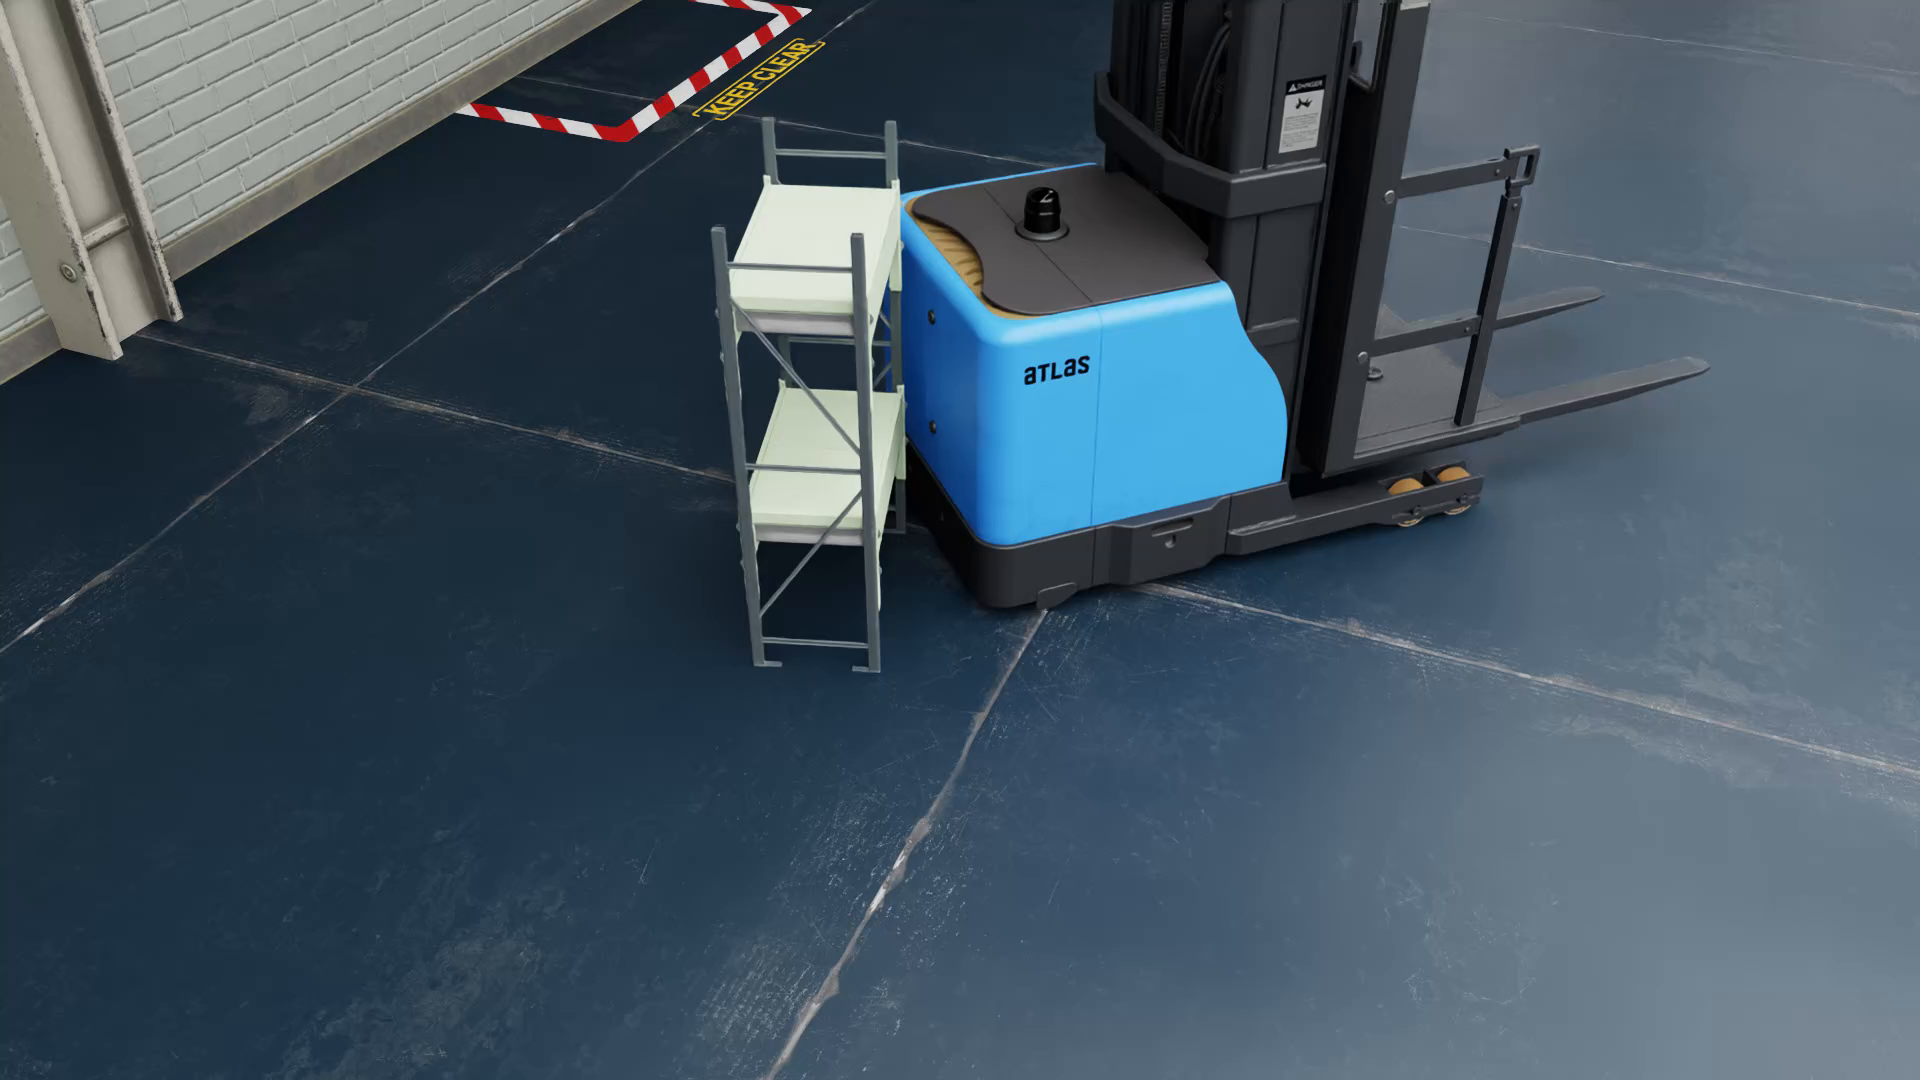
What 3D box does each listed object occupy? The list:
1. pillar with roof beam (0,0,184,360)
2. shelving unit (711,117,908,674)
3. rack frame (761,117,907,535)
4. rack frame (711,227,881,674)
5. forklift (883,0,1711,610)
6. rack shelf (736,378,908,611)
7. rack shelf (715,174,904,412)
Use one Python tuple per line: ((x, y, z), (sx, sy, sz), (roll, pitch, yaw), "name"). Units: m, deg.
((0.494, -3.494, 2.908), (9.100, 9.000, 0.400), (14, 39, 18), "pillar with roof beam")
((-0.417, -0.417, 5.056), (0.431, 1.500, 0.755), (3, 37, 4), "shelving unit")
((-0.386, -0.636, 5.348), (0.400, 1.500, 0.023), (3, 37, 4), "rack frame")
((-0.448, -0.199, 4.764), (0.400, 1.500, 0.023), (3, 37, 4), "rack frame")
((1.294, -1.502, 5.312), (3.031, 2.935, 1.130), (-13, 39, -17), "forklift")
((-0.417, -0.156, 5.251), (0.431, 0.370, 0.720), (3, 37, 4), "rack shelf")
((-0.417, -0.730, 4.822), (0.431, 0.370, 0.720), (3, 37, 4), "rack shelf")
